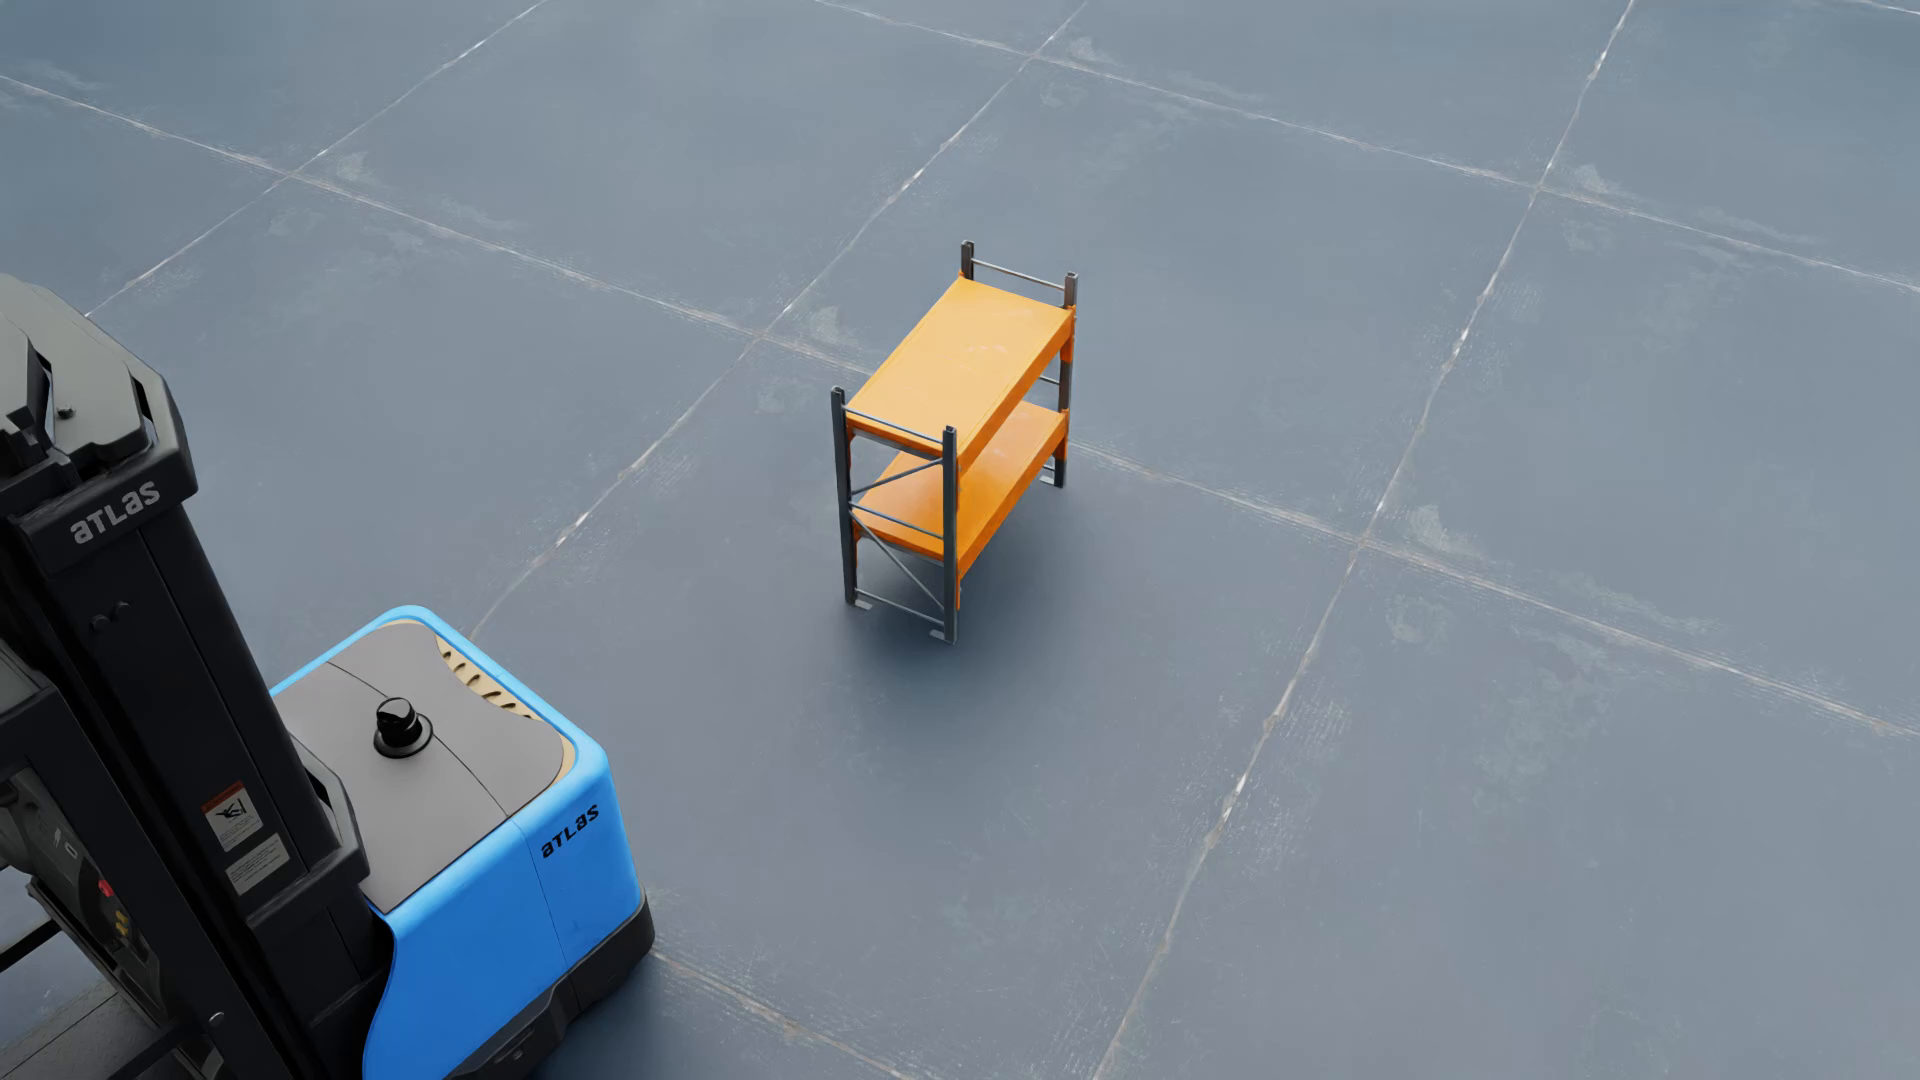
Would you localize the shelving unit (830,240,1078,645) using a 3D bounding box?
[{"bbox_3d":[-0.003,-0.391,6.626,0.538,1.125,1.048,20,49,19],"label":"shelving unit"}]

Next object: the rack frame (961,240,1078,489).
[{"bbox_3d":[0.233,-0.711,6.942,0.500,1.125,0.032,20,49,19],"label":"rack frame"}]

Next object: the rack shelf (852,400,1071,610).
[{"bbox_3d":[-0.003,-0.219,6.800,0.538,0.278,1.000,20,49,19],"label":"rack shelf"}]

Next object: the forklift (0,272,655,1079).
[{"bbox_3d":[-2.372,0.925,4.055,1.130,2.935,3.031,32,53,27],"label":"forklift"}]

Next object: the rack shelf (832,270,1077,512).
[{"bbox_3d":[-0.003,-0.597,6.417,0.538,0.278,1.000,20,49,19],"label":"rack shelf"}]

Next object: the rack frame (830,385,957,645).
[{"bbox_3d":[-0.239,-0.071,6.309,0.500,1.125,0.032,20,49,19],"label":"rack frame"}]
